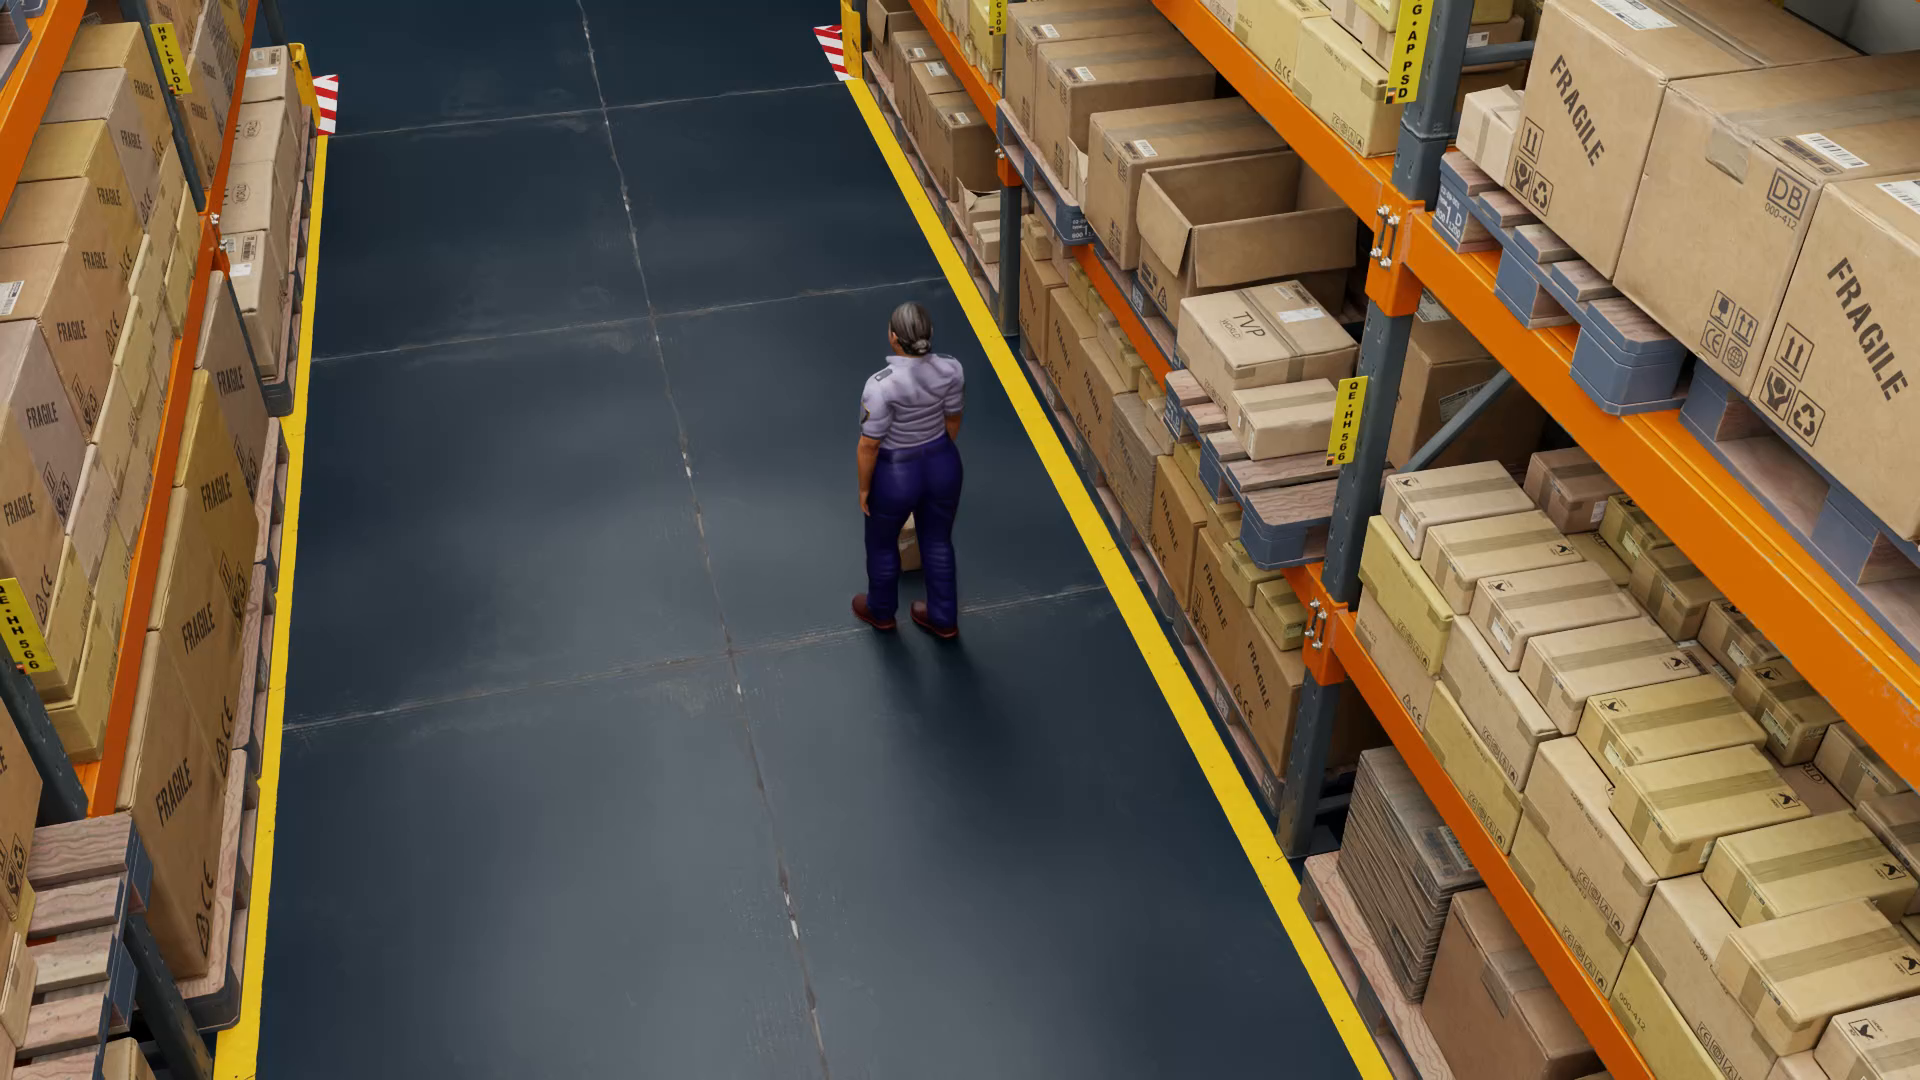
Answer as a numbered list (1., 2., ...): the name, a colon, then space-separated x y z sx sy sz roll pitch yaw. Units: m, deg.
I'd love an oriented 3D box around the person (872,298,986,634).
1. person: -0.137 -0.300 7.082 0.503 1.657 0.421 -14 41 -17
